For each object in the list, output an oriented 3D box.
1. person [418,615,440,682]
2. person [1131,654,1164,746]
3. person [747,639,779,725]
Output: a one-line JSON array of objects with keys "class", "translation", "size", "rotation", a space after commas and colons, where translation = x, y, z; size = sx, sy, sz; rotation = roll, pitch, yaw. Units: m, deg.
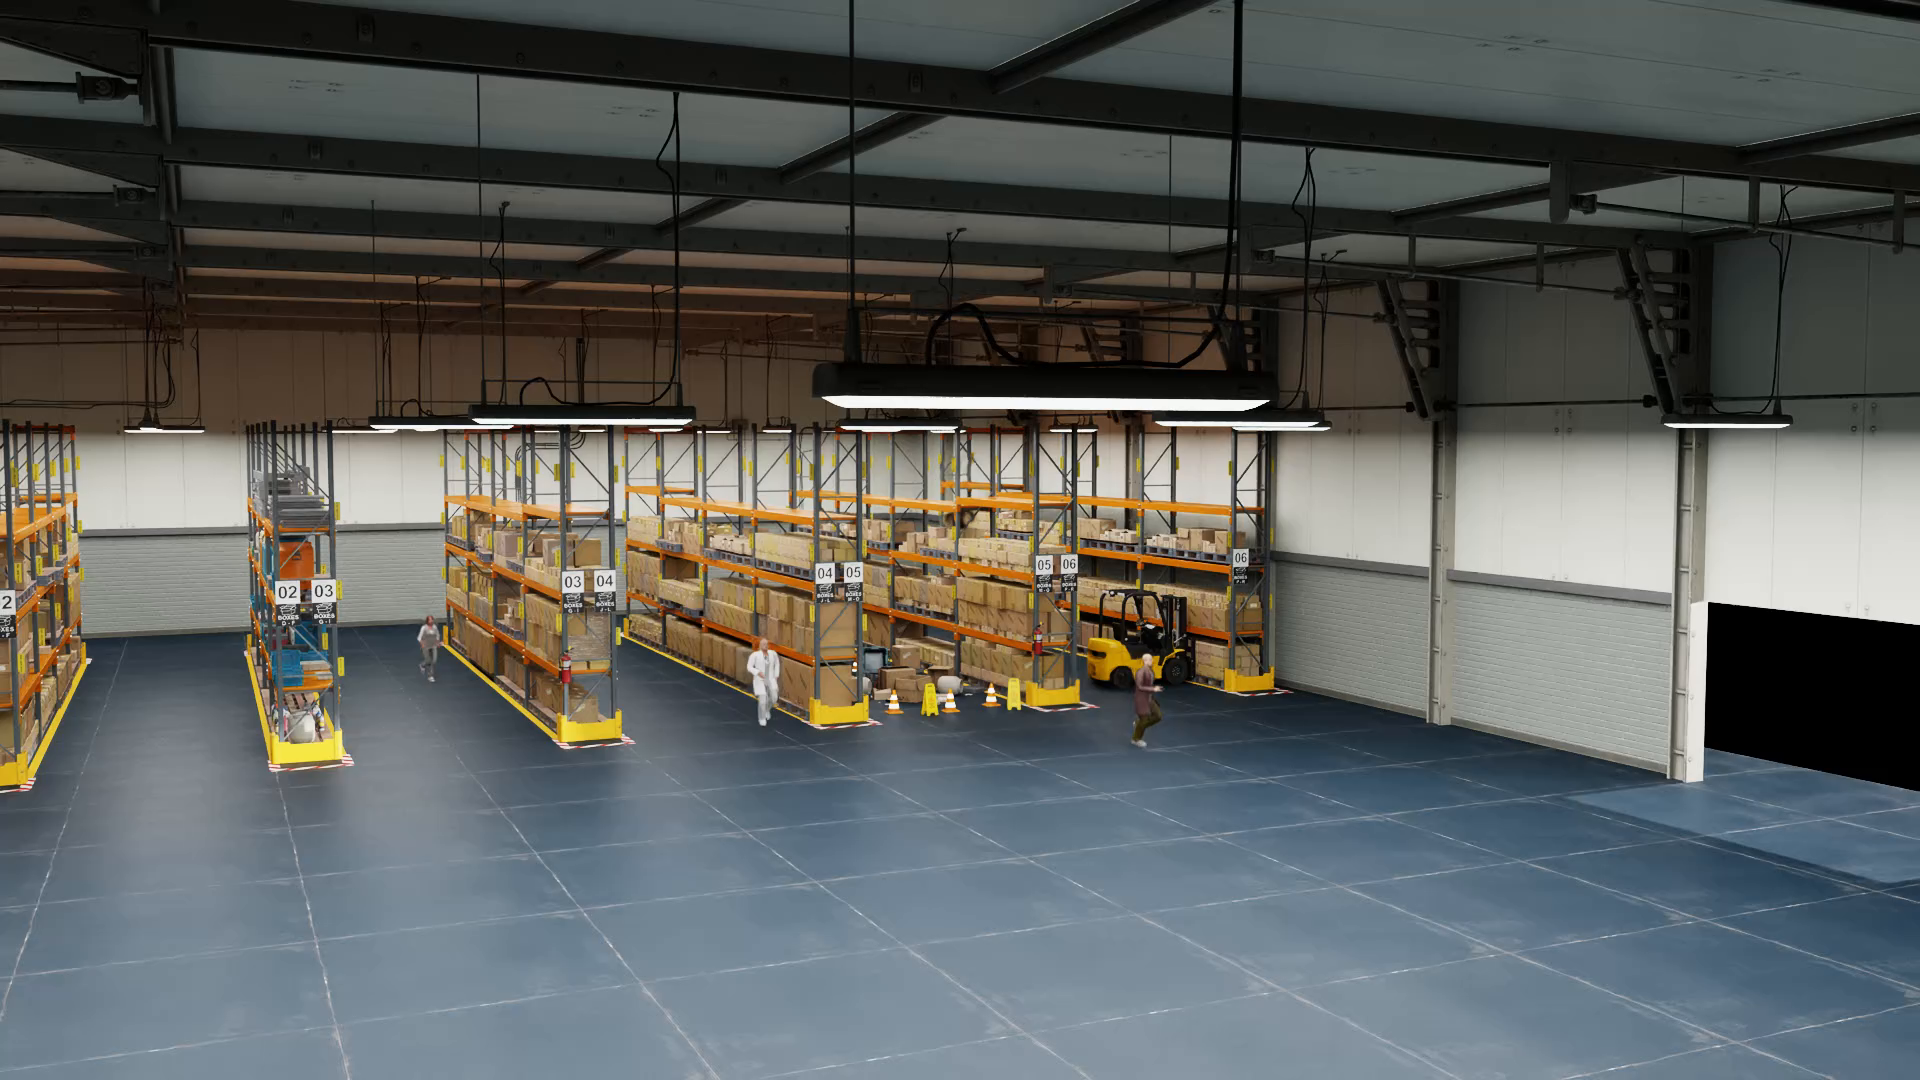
[{"class": "person", "translation": [-12.434, 2.524, 38.920], "size": [0.522, 1.554, 0.598], "rotation": [-3, 4, -36]}, {"class": "person", "translation": [3.449, 2.943, 30.564], "size": [0.723, 1.728, 0.761], "rotation": [2, 4, 33]}, {"class": "person", "translation": [-3.852, 2.856, 32.915], "size": [0.720, 1.638, 0.655], "rotation": [-2, 4, -26]}]
